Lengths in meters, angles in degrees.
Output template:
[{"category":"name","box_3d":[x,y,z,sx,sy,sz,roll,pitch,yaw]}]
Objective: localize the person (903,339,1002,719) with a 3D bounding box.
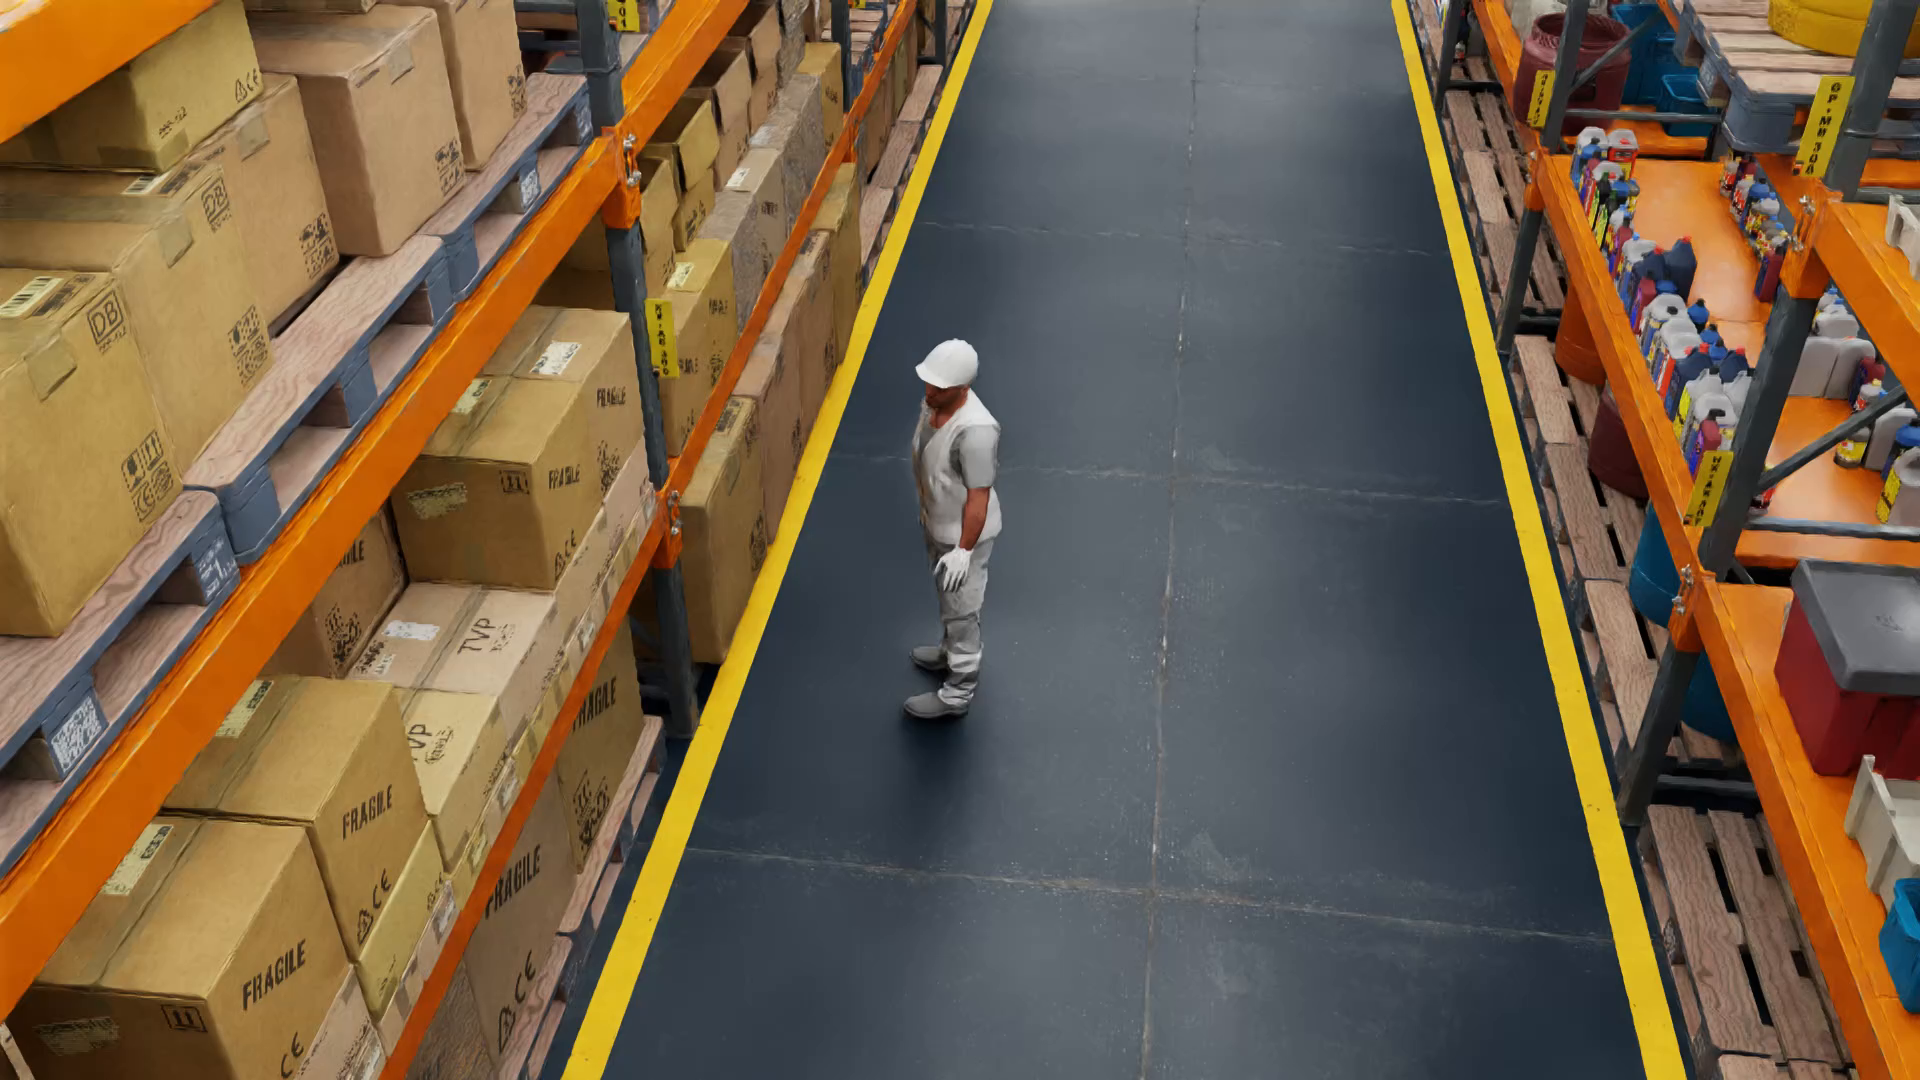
[{"category":"person","box_3d":[-0.078,-0.045,7.028,0.456,1.795,0.590,-13,38,-17]}]
